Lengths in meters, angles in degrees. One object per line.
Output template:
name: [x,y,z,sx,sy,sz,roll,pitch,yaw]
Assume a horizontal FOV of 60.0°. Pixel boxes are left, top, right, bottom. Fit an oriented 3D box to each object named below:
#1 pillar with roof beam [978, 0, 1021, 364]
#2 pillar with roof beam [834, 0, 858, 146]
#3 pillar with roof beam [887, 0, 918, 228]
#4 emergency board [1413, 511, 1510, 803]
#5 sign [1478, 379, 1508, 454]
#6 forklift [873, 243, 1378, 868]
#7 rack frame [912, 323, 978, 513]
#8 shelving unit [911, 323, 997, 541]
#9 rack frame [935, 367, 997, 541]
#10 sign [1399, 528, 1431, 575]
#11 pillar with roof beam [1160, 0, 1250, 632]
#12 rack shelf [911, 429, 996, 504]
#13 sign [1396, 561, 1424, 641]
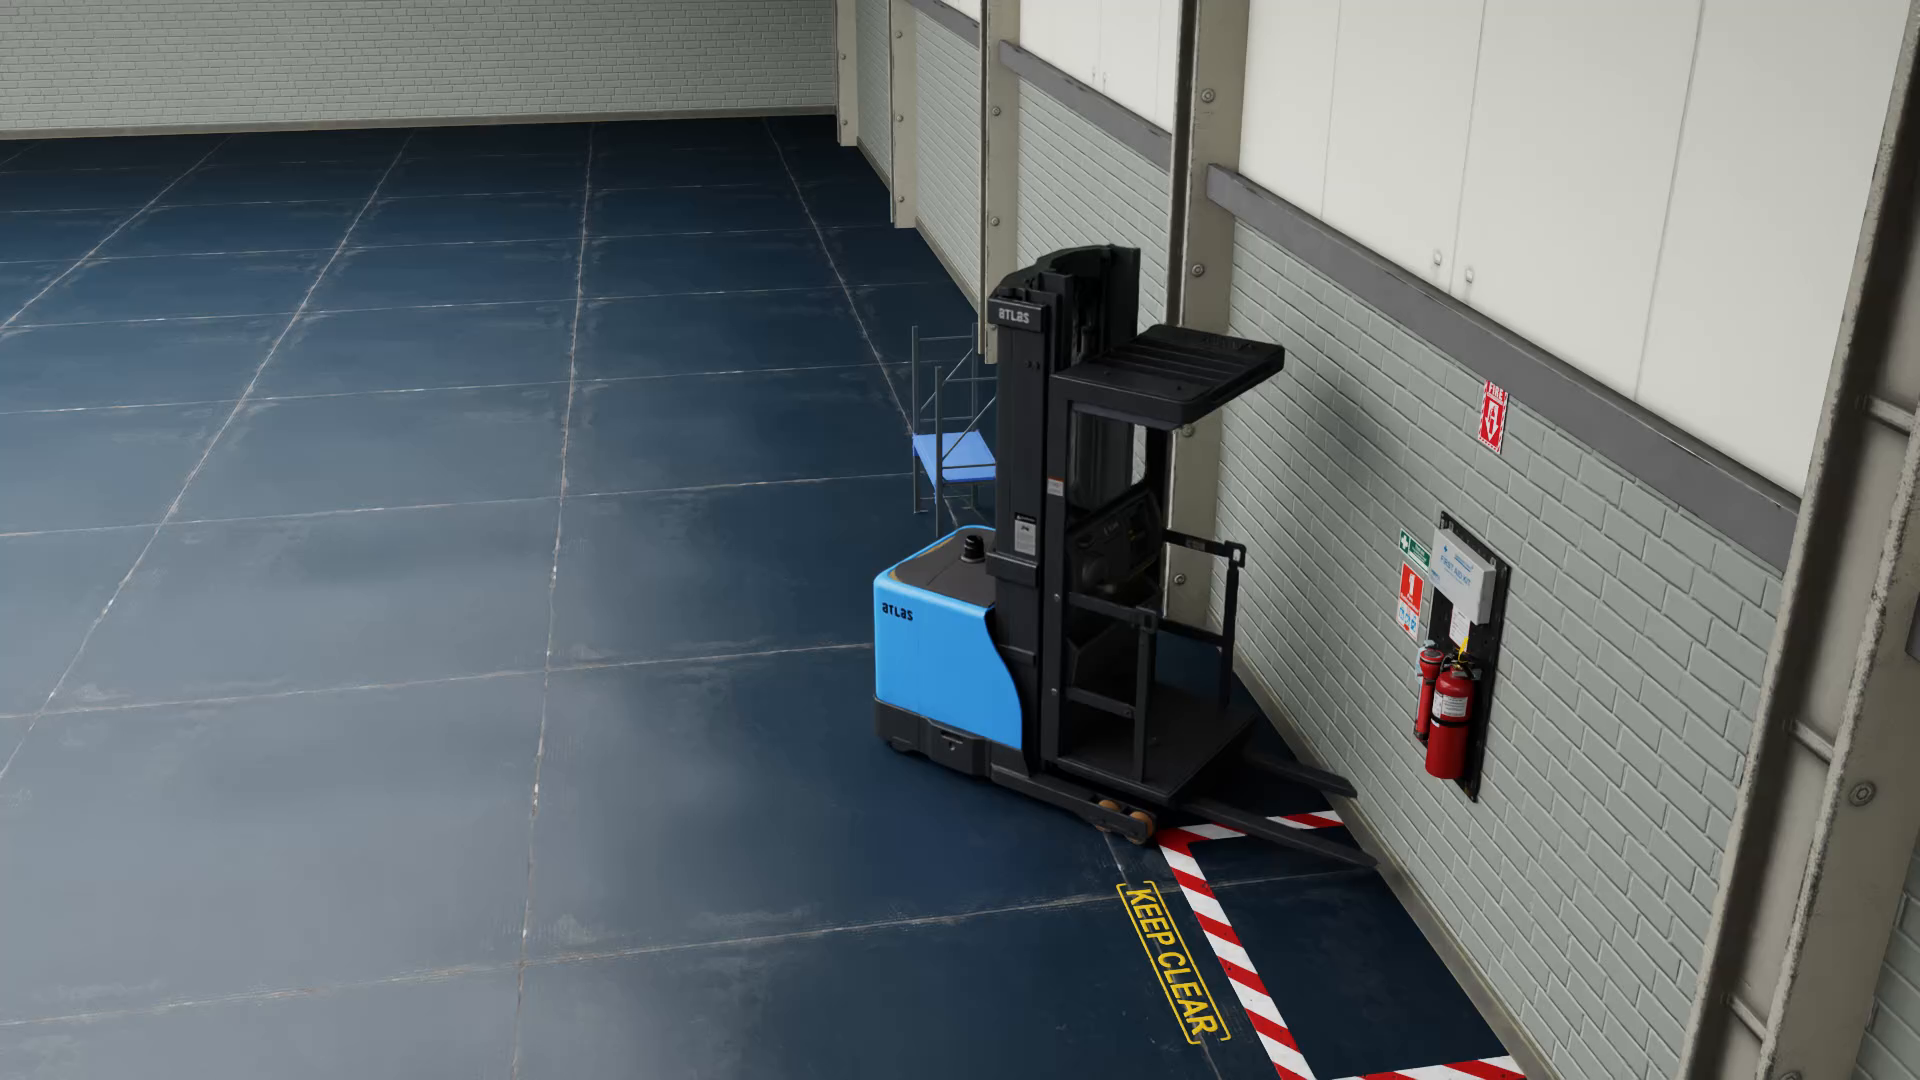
pillar with roof beam: [-3.858,-5.640,14.163,9.100,9.000,0.400,-4,24,-10]
pillar with roof beam: [-6.077,-10.360,24.970,9.100,9.000,0.400,-4,24,-10]
pillar with roof beam: [-4.968,-8.000,19.567,9.100,9.000,0.400,-4,24,-10]
emergency board: [2.172,0.536,7.518,0.194,1.169,0.643,-4,24,-10]
sign: [2.268,-0.537,7.078,0.001,0.298,0.199,-4,24,-10]
forklift: [0.998,0.024,8.775,3.031,2.935,1.130,16,28,32]
rack frame: [-0.110,-0.921,12.727,0.500,1.500,0.032,-4,24,-10]
shelving unit: [-0.016,-0.721,12.269,0.538,1.500,1.048,-4,24,-10]
rack frame: [0.078,-0.521,11.811,0.500,1.500,0.032,-4,24,-10]
sign: [2.163,0.054,7.915,0.001,0.109,0.331,-4,24,-10]
pillar with roof beam: [-2.749,-3.280,8.759,9.100,9.000,0.400,-4,24,-10]
rack shelf: [-0.016,-0.556,12.341,0.538,0.185,1.000,-4,24,-10]
sign: [2.171,0.294,8.026,0.001,0.329,0.234,-4,24,-10]
